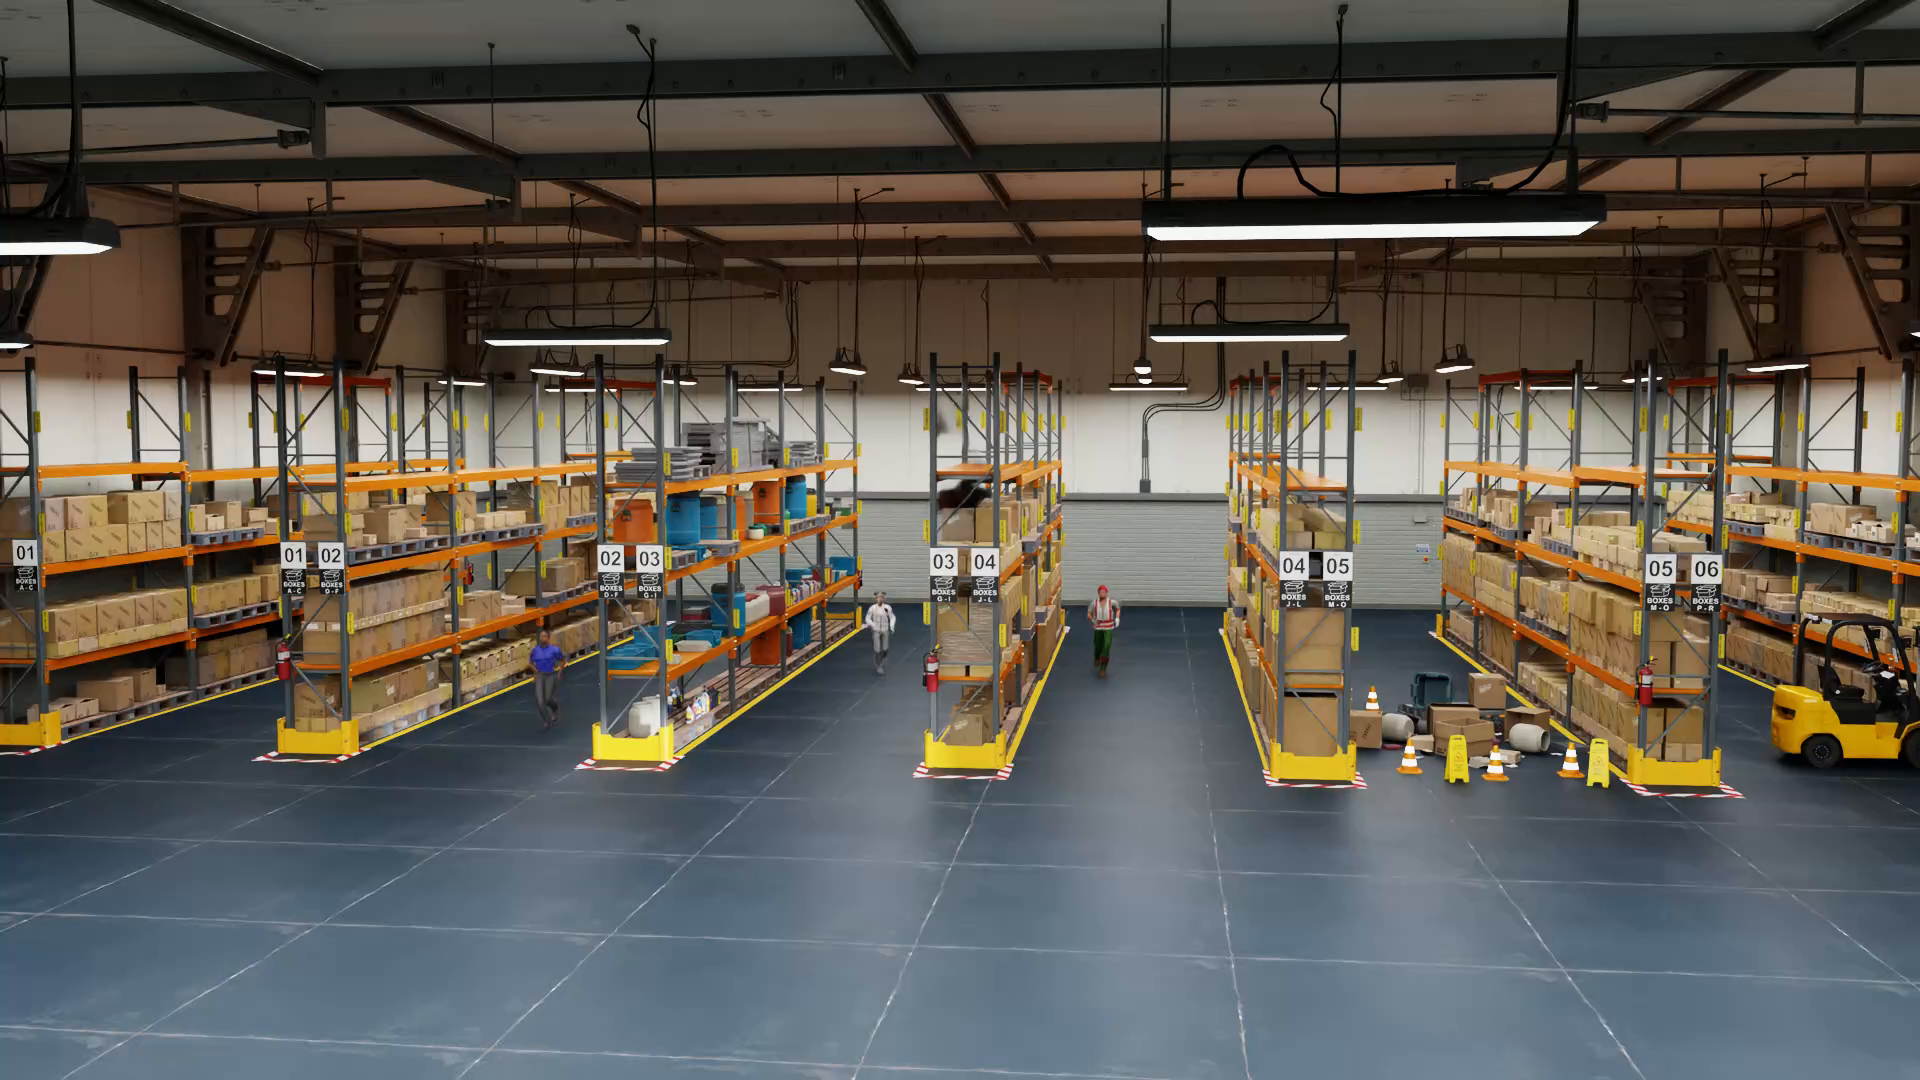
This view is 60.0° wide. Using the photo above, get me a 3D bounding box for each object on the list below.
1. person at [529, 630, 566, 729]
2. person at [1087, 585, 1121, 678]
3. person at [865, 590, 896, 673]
[{"bbox_3d":[-6.762,2.284,27.115,0.569,1.617,0.529,0,4,2],"label":"person"},{"bbox_3d":[2.851,1.783,33.013,0.667,1.786,0.956,1,4,8],"label":"person"},{"bbox_3d":[-1.582,1.834,33.241,0.612,1.658,0.524,0,4,-6],"label":"person"}]
